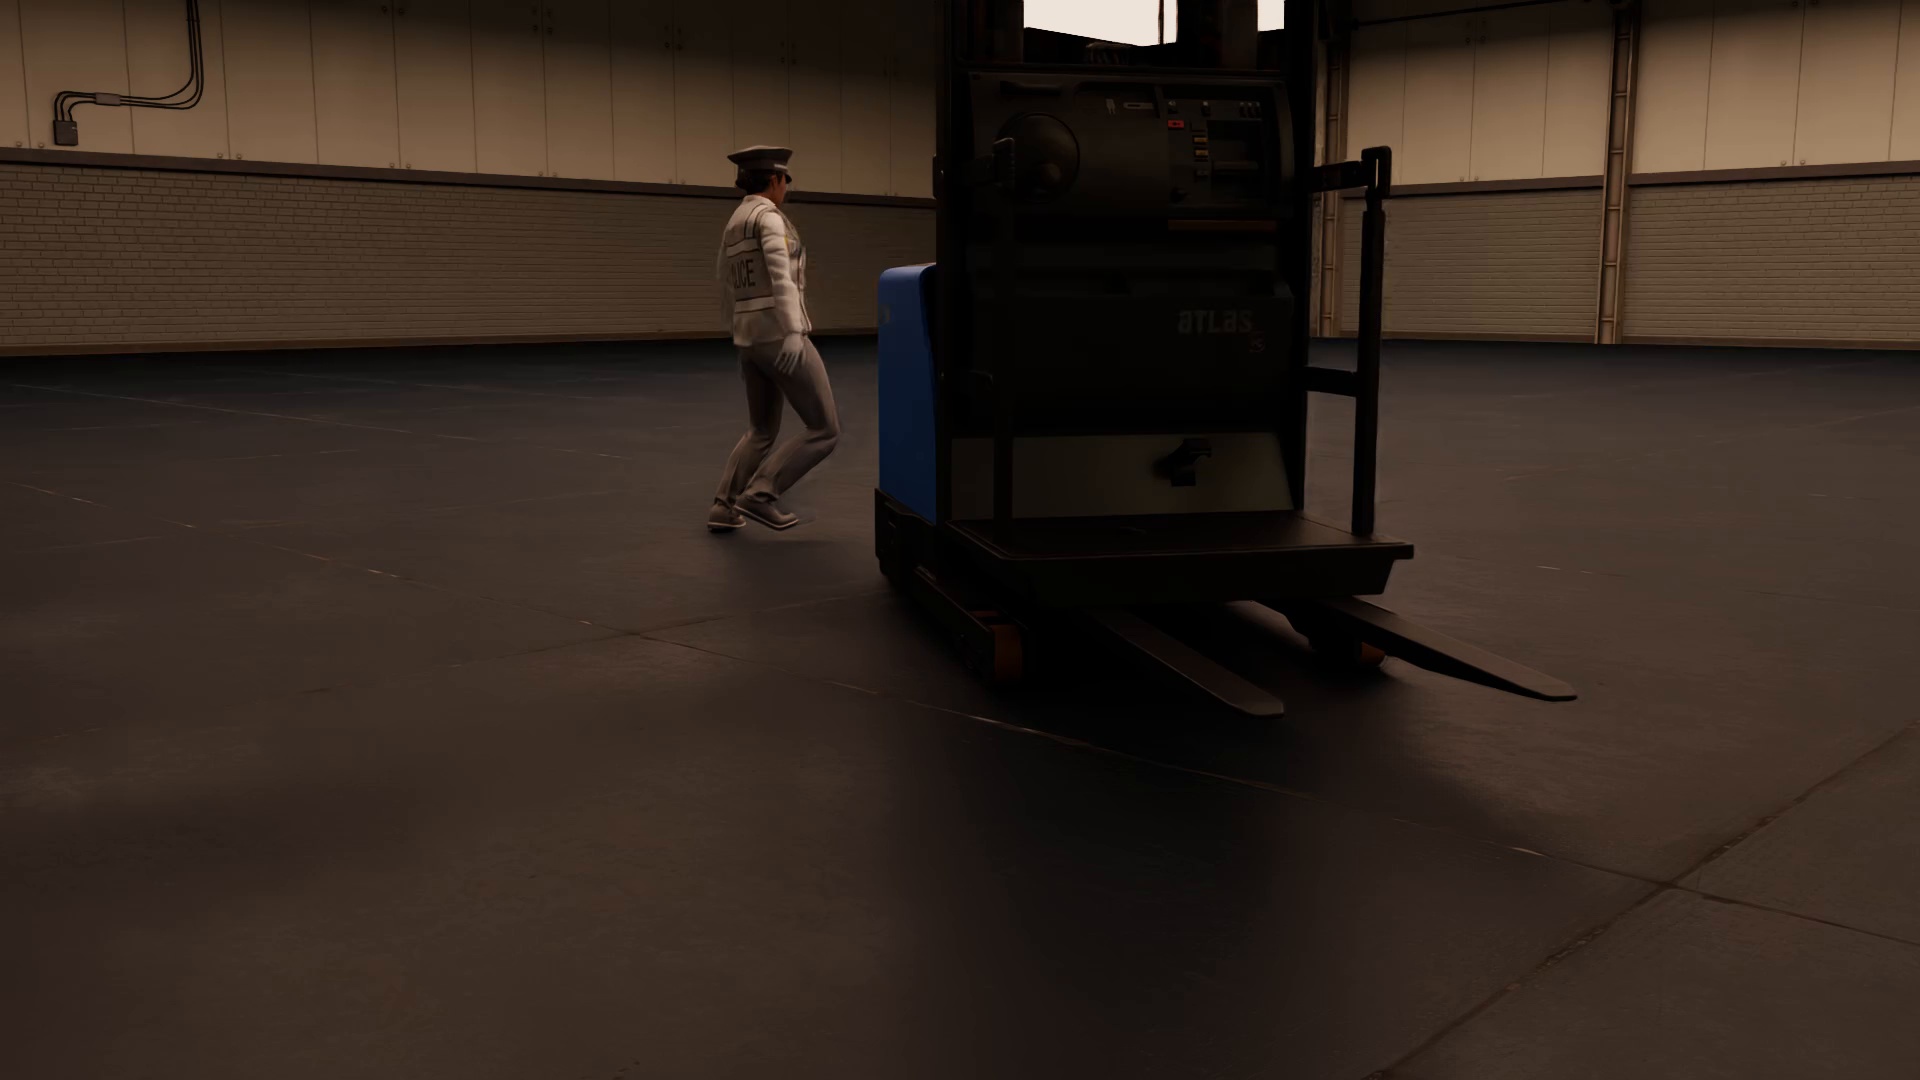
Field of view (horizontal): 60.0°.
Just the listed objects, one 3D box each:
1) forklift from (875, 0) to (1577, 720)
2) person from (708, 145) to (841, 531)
[{"bbox_3d":[0.530,-1.135,4.410,1.130,2.935,3.031,-2,9,-13],"label":"forklift"},{"bbox_3d":[-0.778,-0.795,6.739,0.460,1.587,0.817,-5,10,-28],"label":"person"}]
